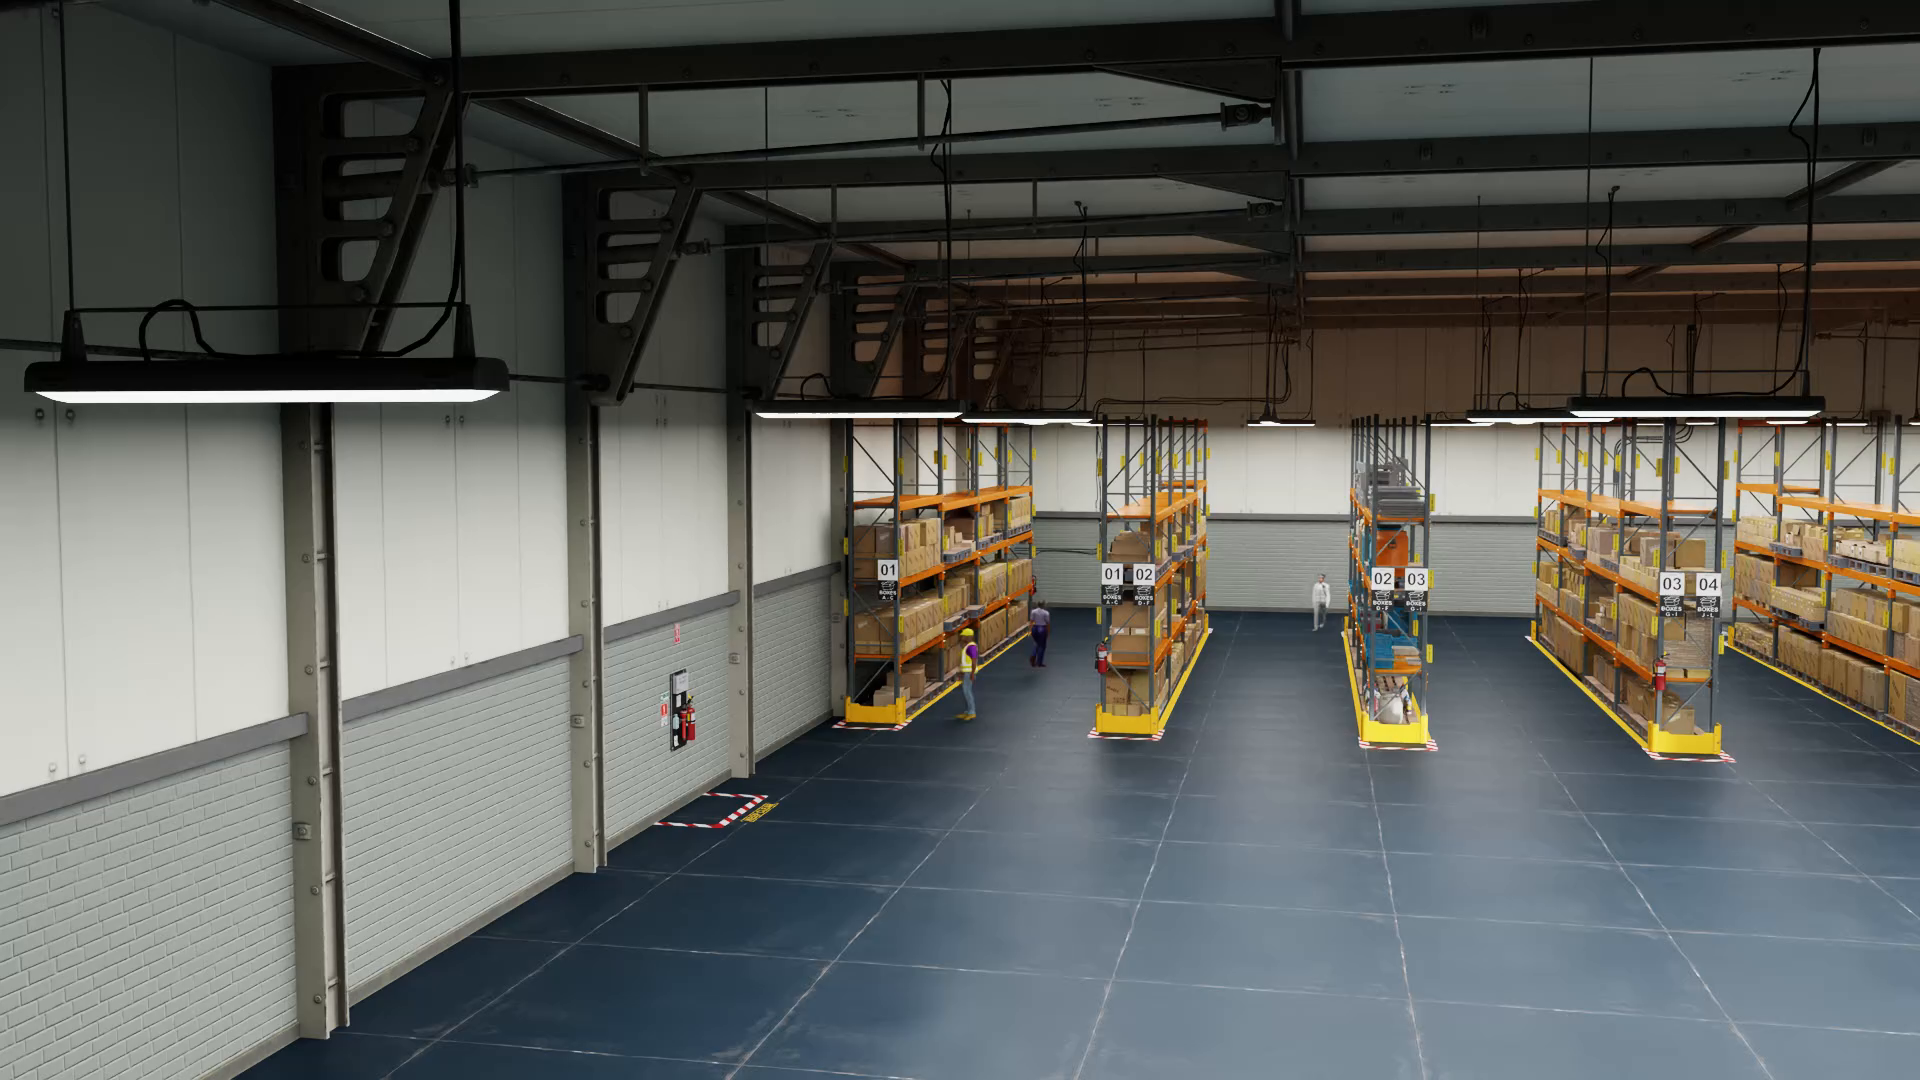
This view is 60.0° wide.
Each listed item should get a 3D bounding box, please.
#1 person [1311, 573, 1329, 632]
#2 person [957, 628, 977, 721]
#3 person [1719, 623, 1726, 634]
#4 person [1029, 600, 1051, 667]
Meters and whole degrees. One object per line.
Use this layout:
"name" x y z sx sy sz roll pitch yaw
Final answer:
"person" 10.203 1.753 47.122 0.507 1.641 0.980 0 4 7
"person" 0.131 2.660 32.925 0.384 1.809 0.625 -1 4 -15
"person" 20.670 1.895 45.655 0.882 1.550 0.427 -2 5 -33
"person" 1.918 2.203 39.222 0.468 1.625 0.498 -3 5 -39
